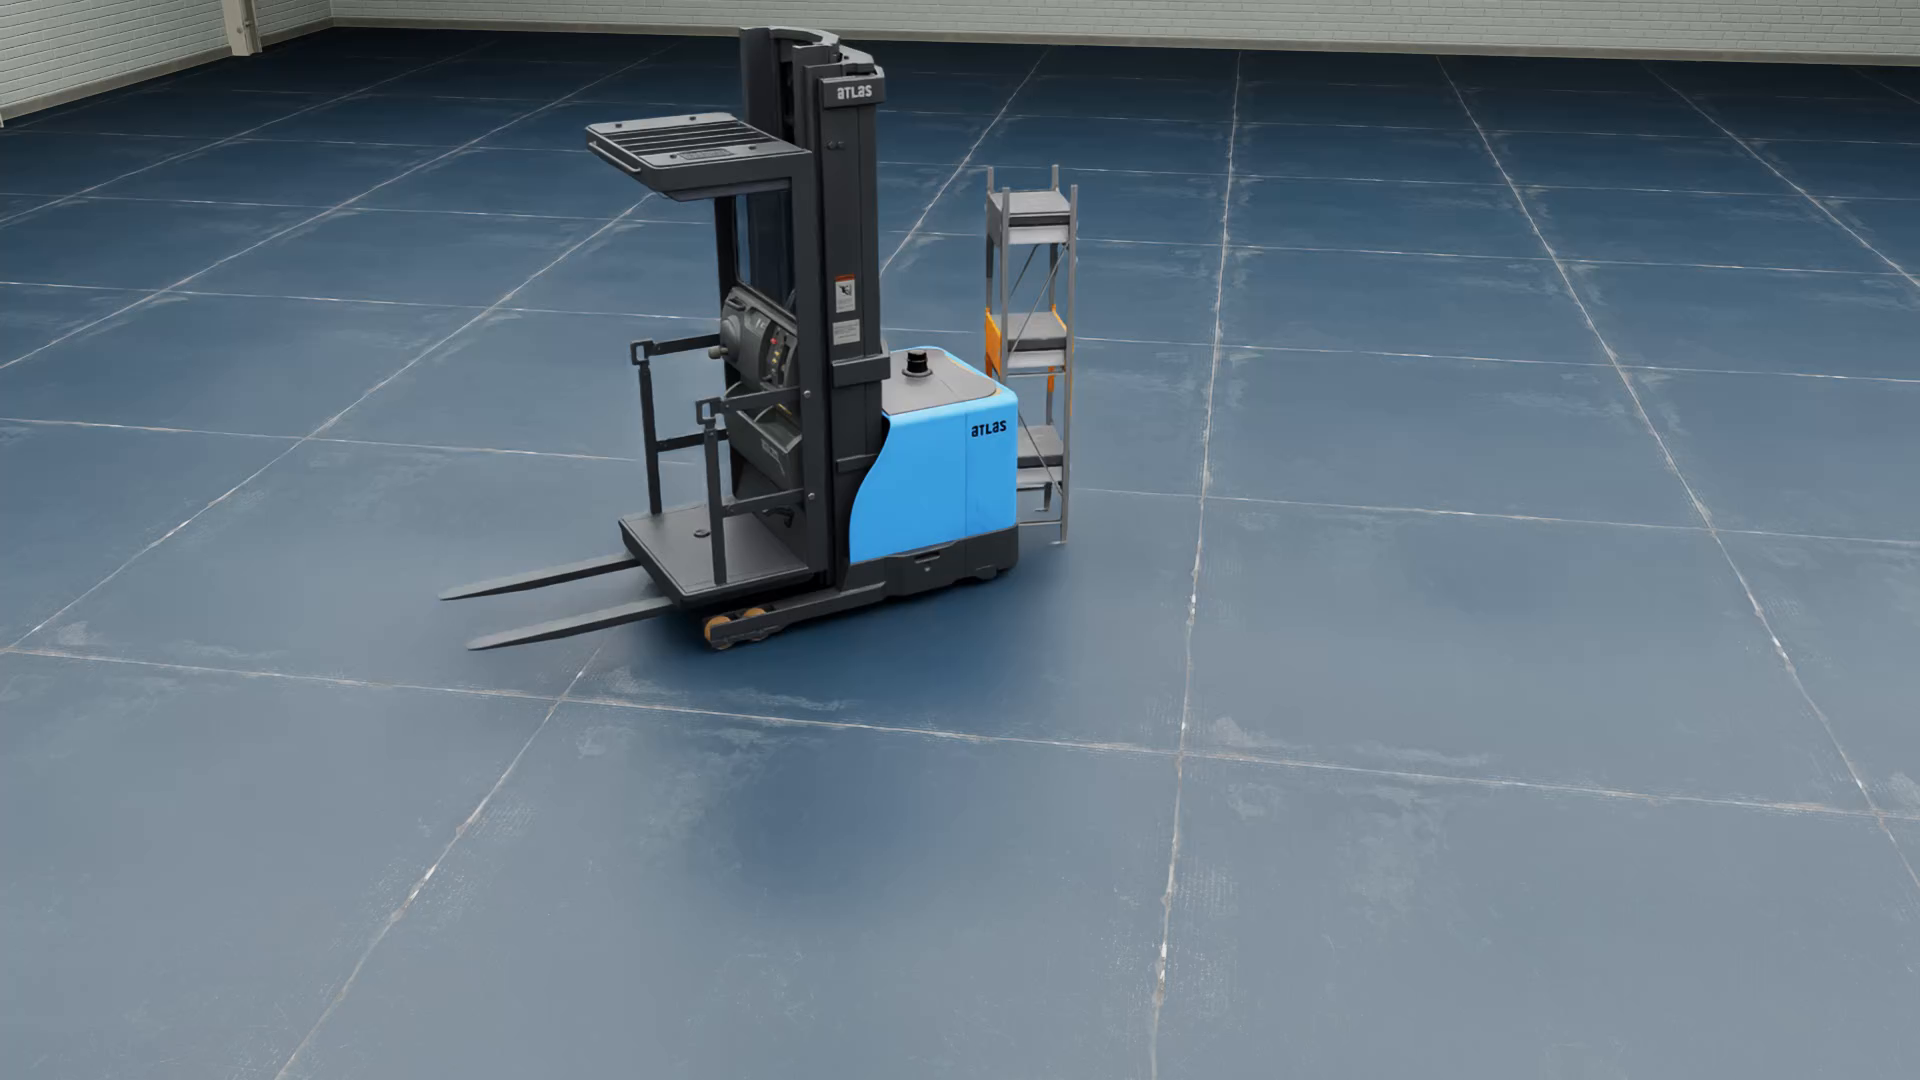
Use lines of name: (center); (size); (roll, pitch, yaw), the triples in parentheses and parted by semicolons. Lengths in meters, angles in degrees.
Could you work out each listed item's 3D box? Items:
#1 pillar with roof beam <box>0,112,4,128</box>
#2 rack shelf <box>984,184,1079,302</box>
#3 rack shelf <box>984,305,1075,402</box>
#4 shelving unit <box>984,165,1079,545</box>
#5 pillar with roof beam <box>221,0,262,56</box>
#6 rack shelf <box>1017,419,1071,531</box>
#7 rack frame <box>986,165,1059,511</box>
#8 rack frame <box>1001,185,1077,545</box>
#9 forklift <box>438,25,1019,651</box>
pillar with roof beam: (-7.884, -8.872, 18.089); (9.100, 9.000, 0.400); (4, 25, 9)
rack shelf: (0.387, -1.642, 9.161); (0.431, 0.518, 0.480); (-4, 25, -8)
rack shelf: (0.387, -1.008, 9.458); (0.431, 0.518, 0.480); (-4, 25, -8)
shelving unit: (0.387, -1.020, 9.452); (0.431, 2.100, 0.503); (-4, 25, -8)
pillar with roof beam: (-6.904, -11.381, 23.450); (9.100, 9.000, 0.400); (4, 25, 9)
rack shelf: (0.387, -0.374, 9.755); (0.431, 0.518, 0.480); (-4, 25, -8)
rack frame: (0.349, -1.122, 9.671); (0.400, 2.100, 0.015); (-4, 25, -8)
rack frame: (0.424, -0.918, 9.234); (0.400, 2.100, 0.015); (-4, 25, -8)
forklift: (-1.216, -1.021, 8.475); (3.031, 2.935, 1.130); (-13, 28, -25)
